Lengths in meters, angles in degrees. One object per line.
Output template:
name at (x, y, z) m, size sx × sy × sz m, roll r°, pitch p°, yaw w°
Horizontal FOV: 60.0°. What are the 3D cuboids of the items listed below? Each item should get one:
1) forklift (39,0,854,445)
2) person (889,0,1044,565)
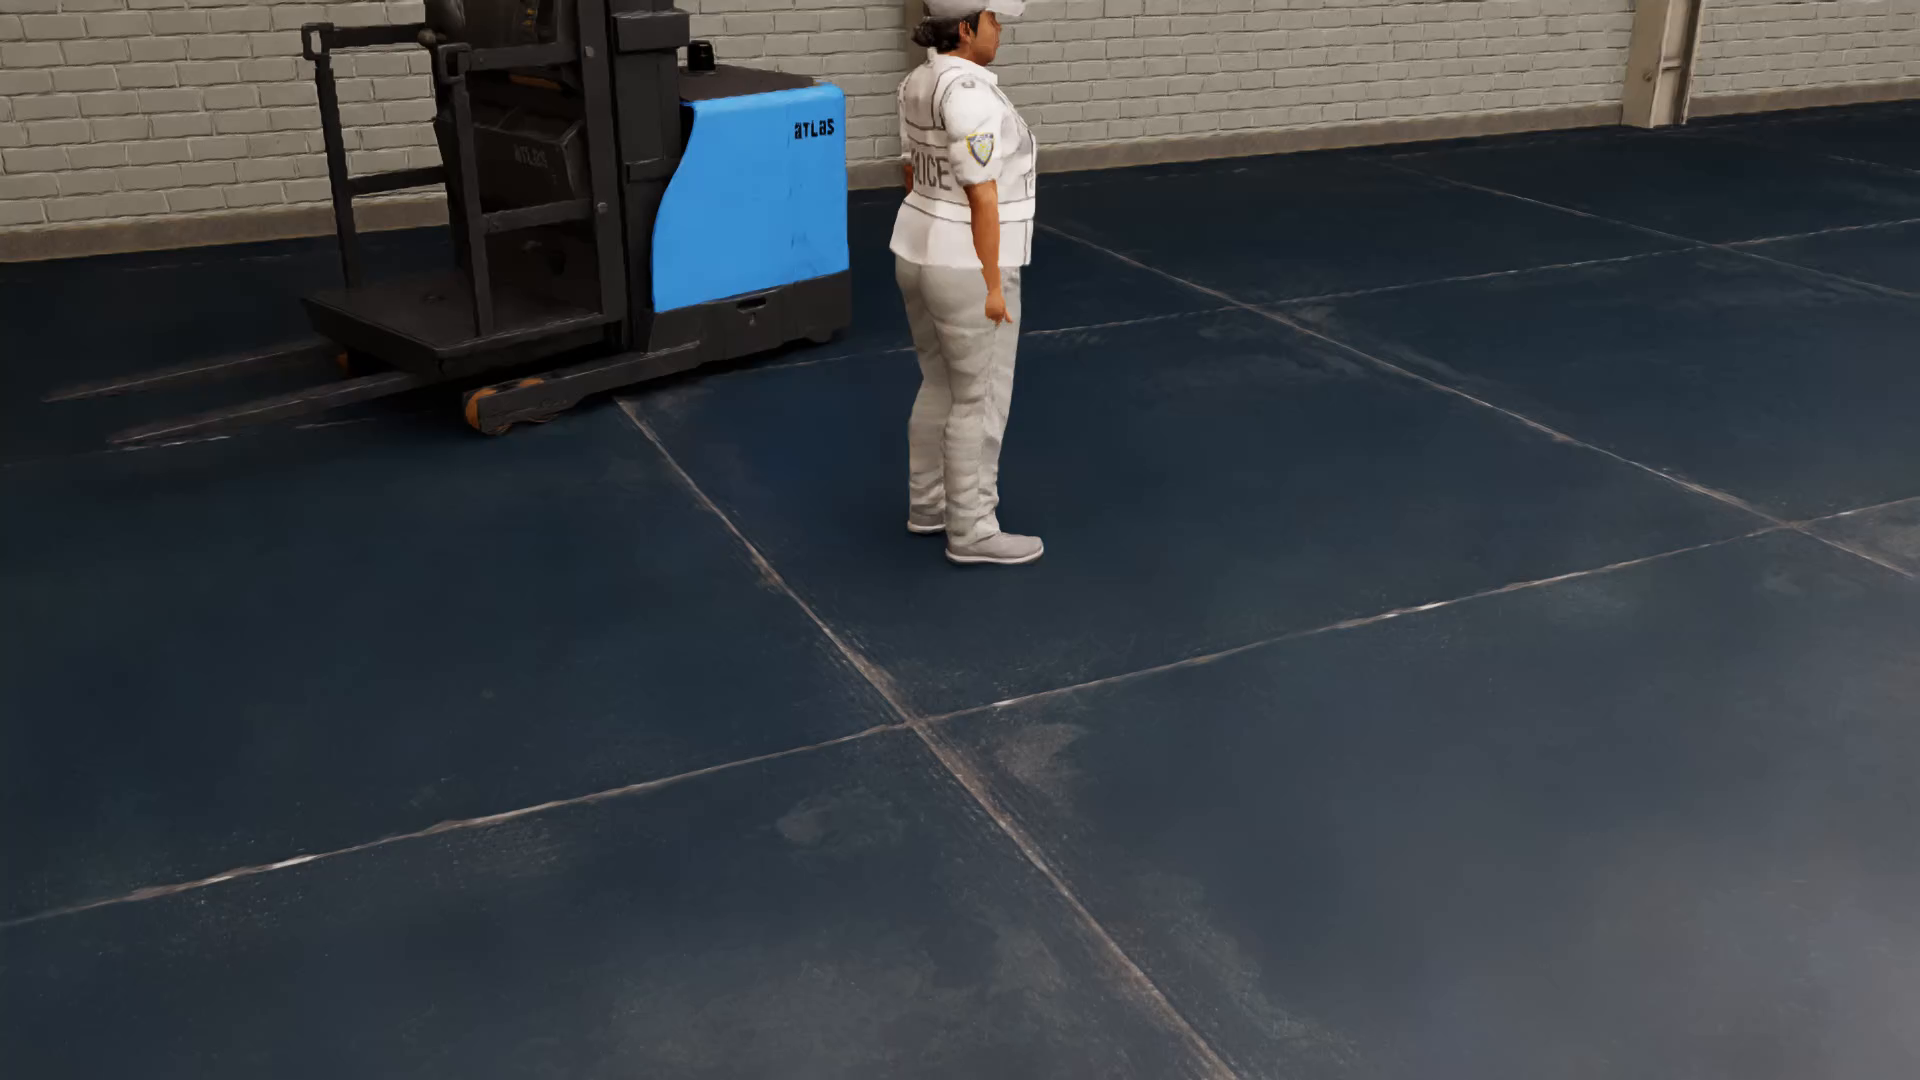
forklift at (-1.854, -1.956, 5.995) m, size 1.130 × 2.935 × 3.031 m, roll 21°, pitch 30°, yaw 41°
person at (0.018, -0.767, 4.790) m, size 0.390 × 1.669 × 0.482 m, roll -10°, pitch 25°, yaw -23°
